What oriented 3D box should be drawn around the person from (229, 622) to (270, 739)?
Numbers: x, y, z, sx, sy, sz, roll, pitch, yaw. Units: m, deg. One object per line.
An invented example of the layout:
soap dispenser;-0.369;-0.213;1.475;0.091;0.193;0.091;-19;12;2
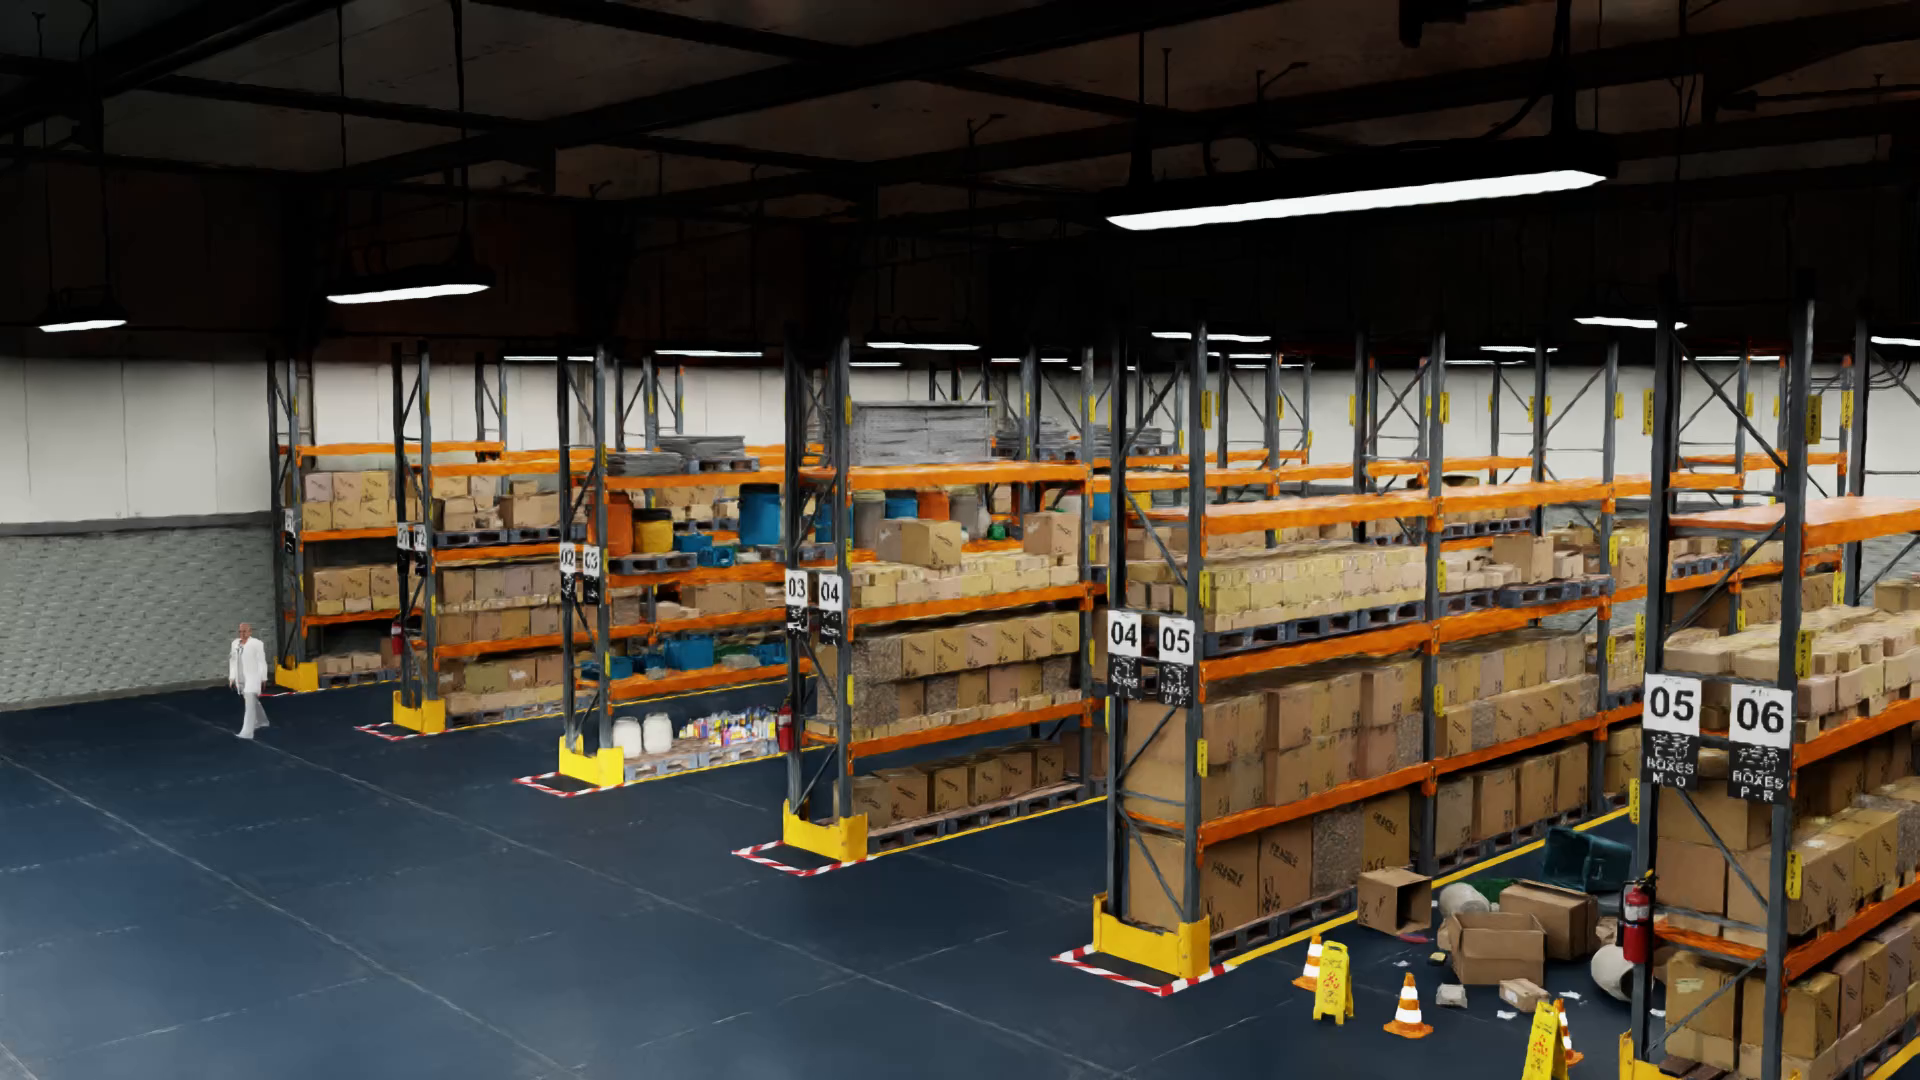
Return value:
person;-10.813;2.111;25.211;0.615;1.749;1.012;2;5;20
